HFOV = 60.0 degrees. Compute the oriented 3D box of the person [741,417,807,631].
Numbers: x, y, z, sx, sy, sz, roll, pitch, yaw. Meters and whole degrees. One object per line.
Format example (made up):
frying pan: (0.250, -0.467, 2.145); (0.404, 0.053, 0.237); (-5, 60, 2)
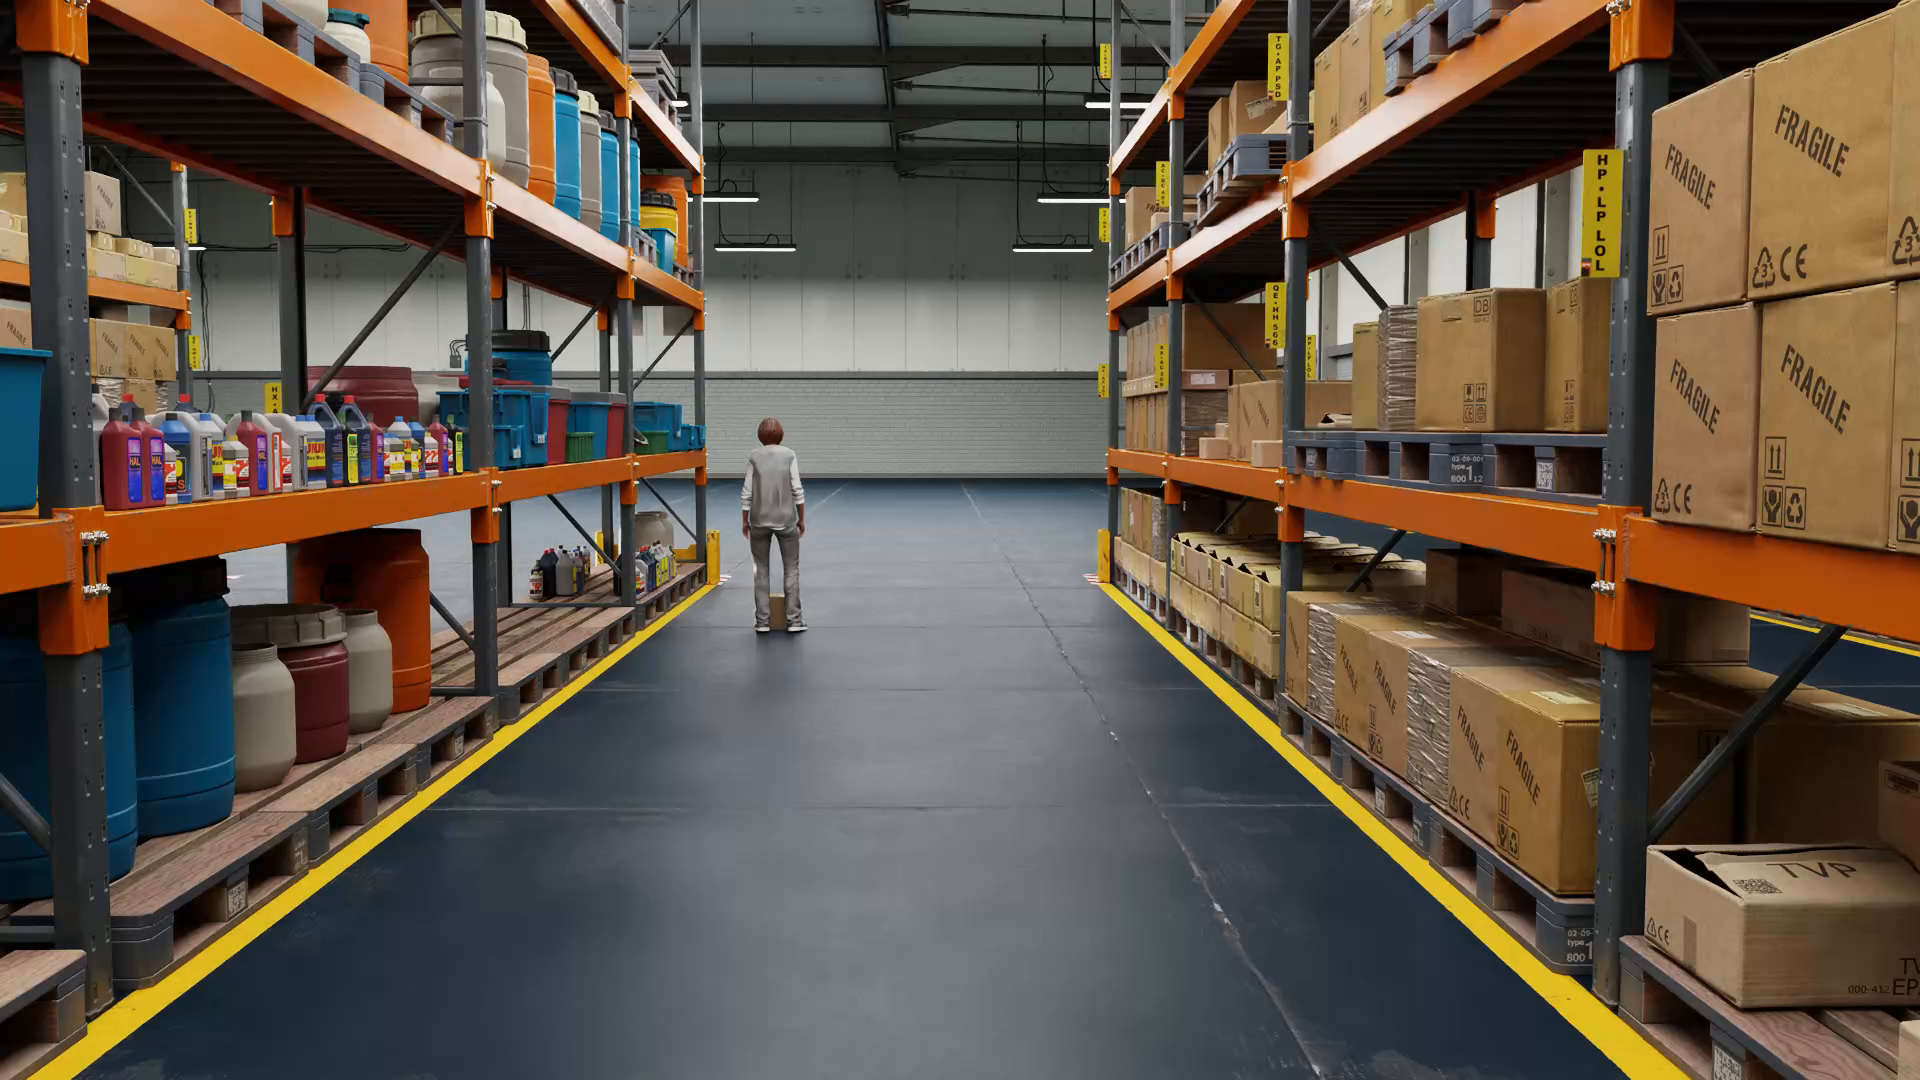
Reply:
person: (-1.381, -0.111, 12.344); (0.481, 1.593, 0.343); (0, 4, -4)
